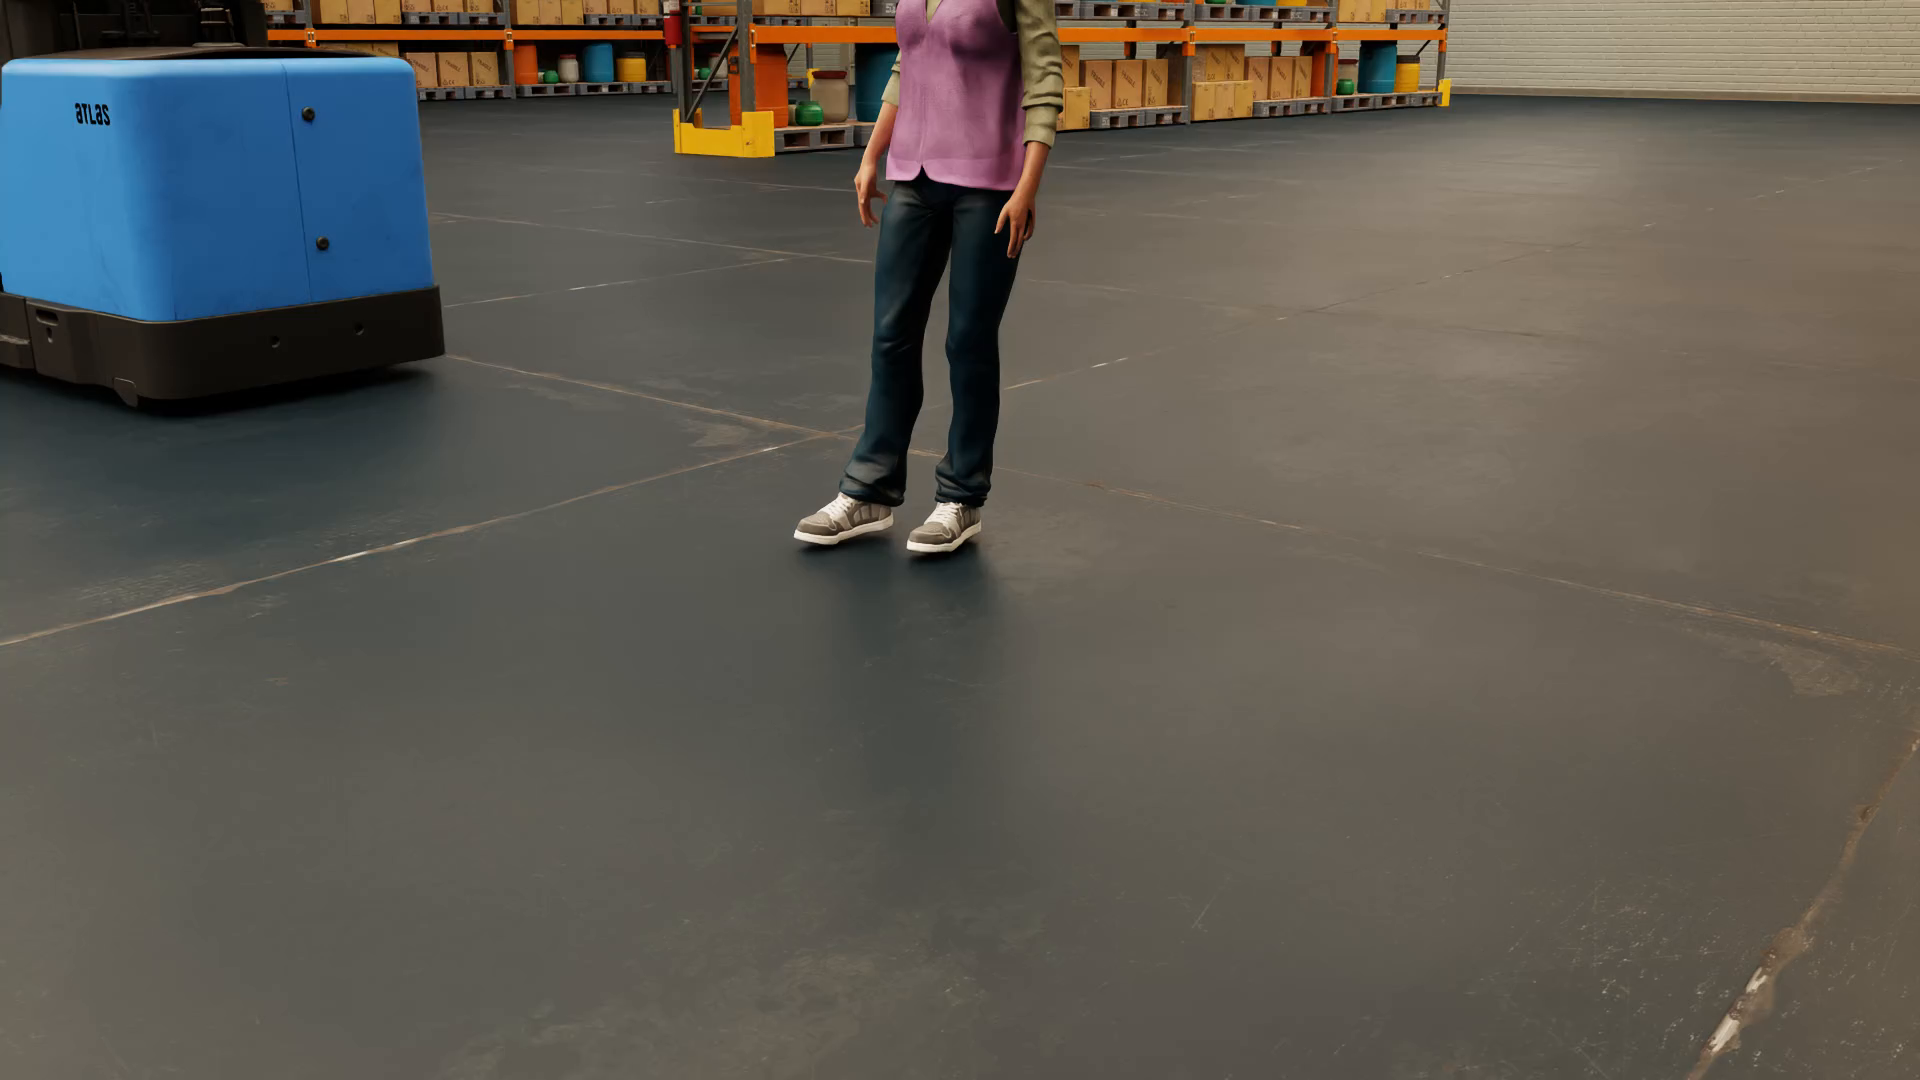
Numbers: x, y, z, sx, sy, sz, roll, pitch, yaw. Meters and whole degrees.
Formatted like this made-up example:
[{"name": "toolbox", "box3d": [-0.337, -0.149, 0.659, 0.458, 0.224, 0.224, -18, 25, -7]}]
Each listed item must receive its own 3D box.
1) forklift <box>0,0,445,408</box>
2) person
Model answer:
[{"name": "forklift", "box3d": [-3.282, -2.144, 5.958, 3.031, 2.935, 1.130, 13, 21, 36]}, {"name": "person", "box3d": [-0.058, -0.757, 3.662, 0.520, 1.597, 0.476, 13, 21, 37]}]
